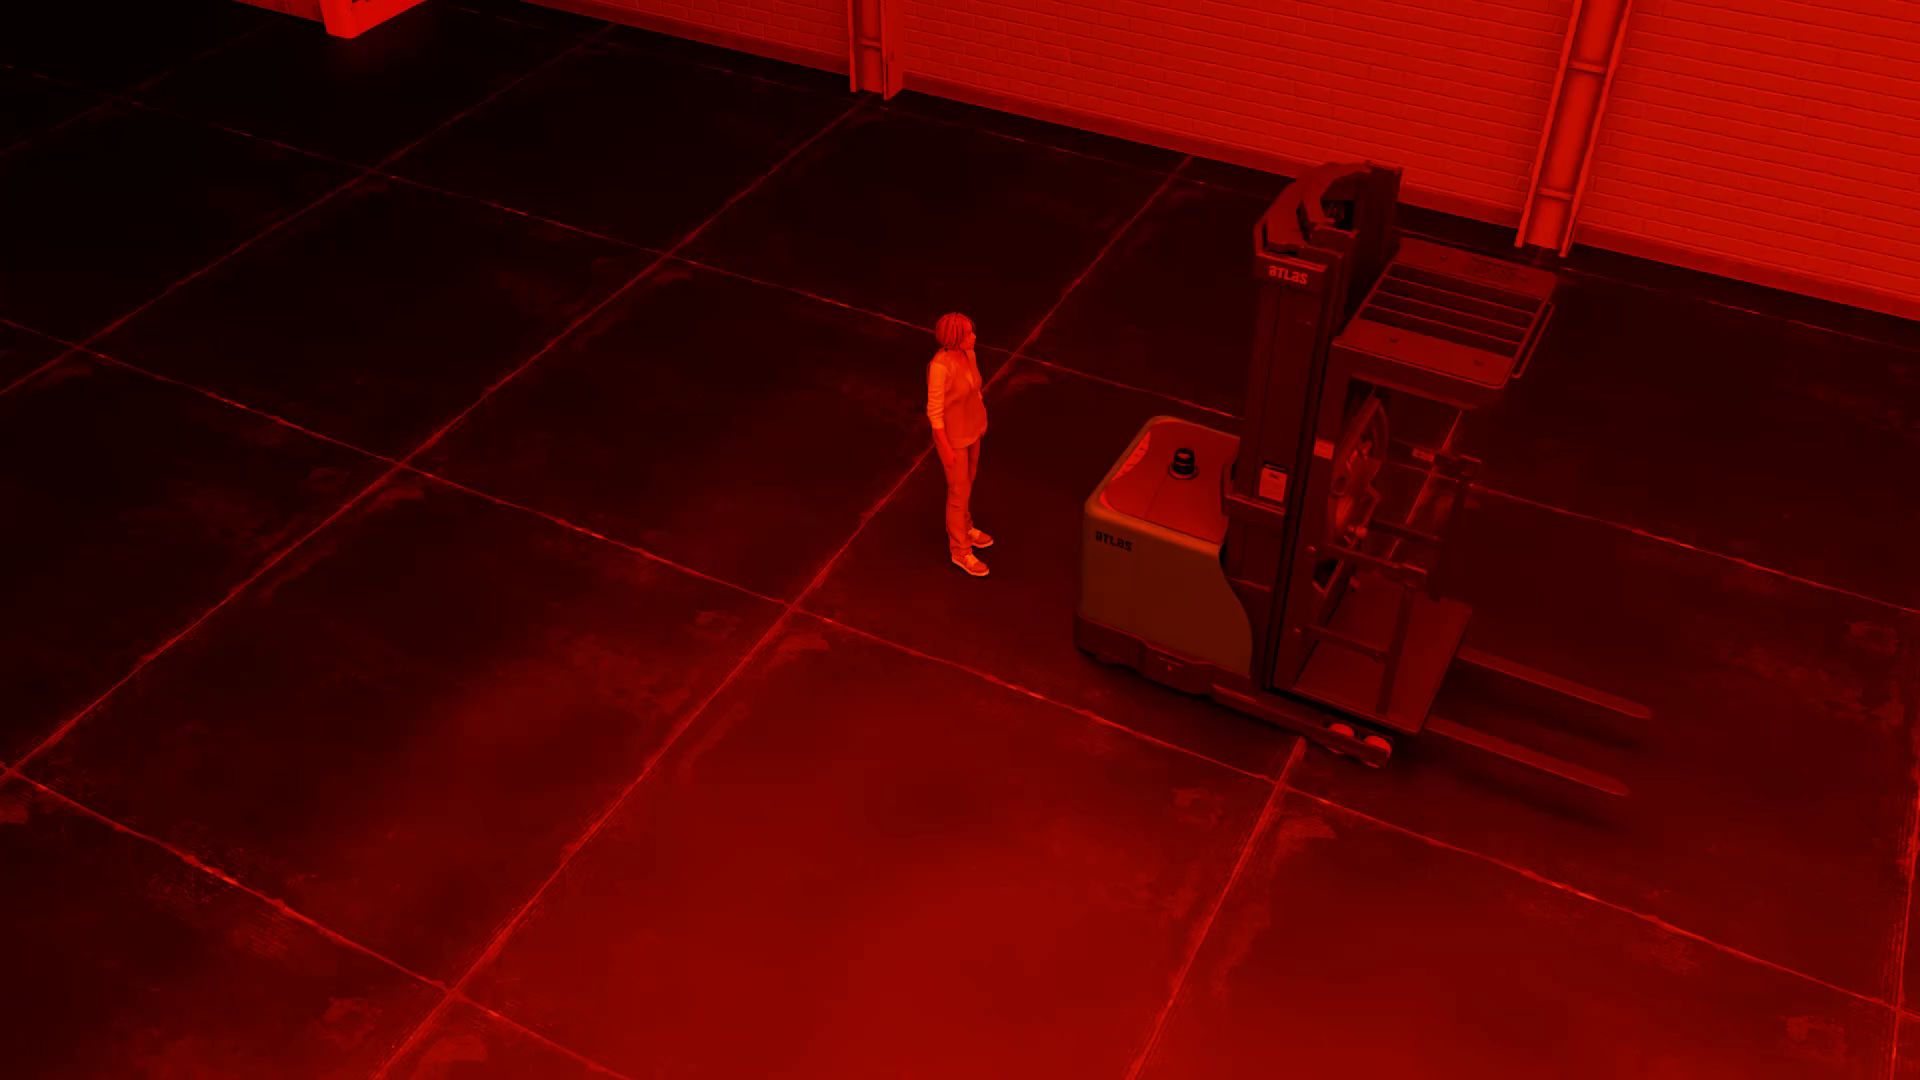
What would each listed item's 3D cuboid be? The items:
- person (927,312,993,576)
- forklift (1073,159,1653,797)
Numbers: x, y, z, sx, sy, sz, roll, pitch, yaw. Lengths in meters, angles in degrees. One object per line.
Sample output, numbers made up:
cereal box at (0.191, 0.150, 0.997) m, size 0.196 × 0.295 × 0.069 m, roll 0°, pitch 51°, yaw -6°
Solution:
person at (0.060, -0.586, 9.707) m, size 0.473 × 1.599 × 0.521 m, roll 18°, pitch 43°, yaw 21°
forklift at (2.188, -0.310, 8.355) m, size 3.031 × 2.935 × 1.130 m, roll 19°, pitch 44°, yaw 21°
